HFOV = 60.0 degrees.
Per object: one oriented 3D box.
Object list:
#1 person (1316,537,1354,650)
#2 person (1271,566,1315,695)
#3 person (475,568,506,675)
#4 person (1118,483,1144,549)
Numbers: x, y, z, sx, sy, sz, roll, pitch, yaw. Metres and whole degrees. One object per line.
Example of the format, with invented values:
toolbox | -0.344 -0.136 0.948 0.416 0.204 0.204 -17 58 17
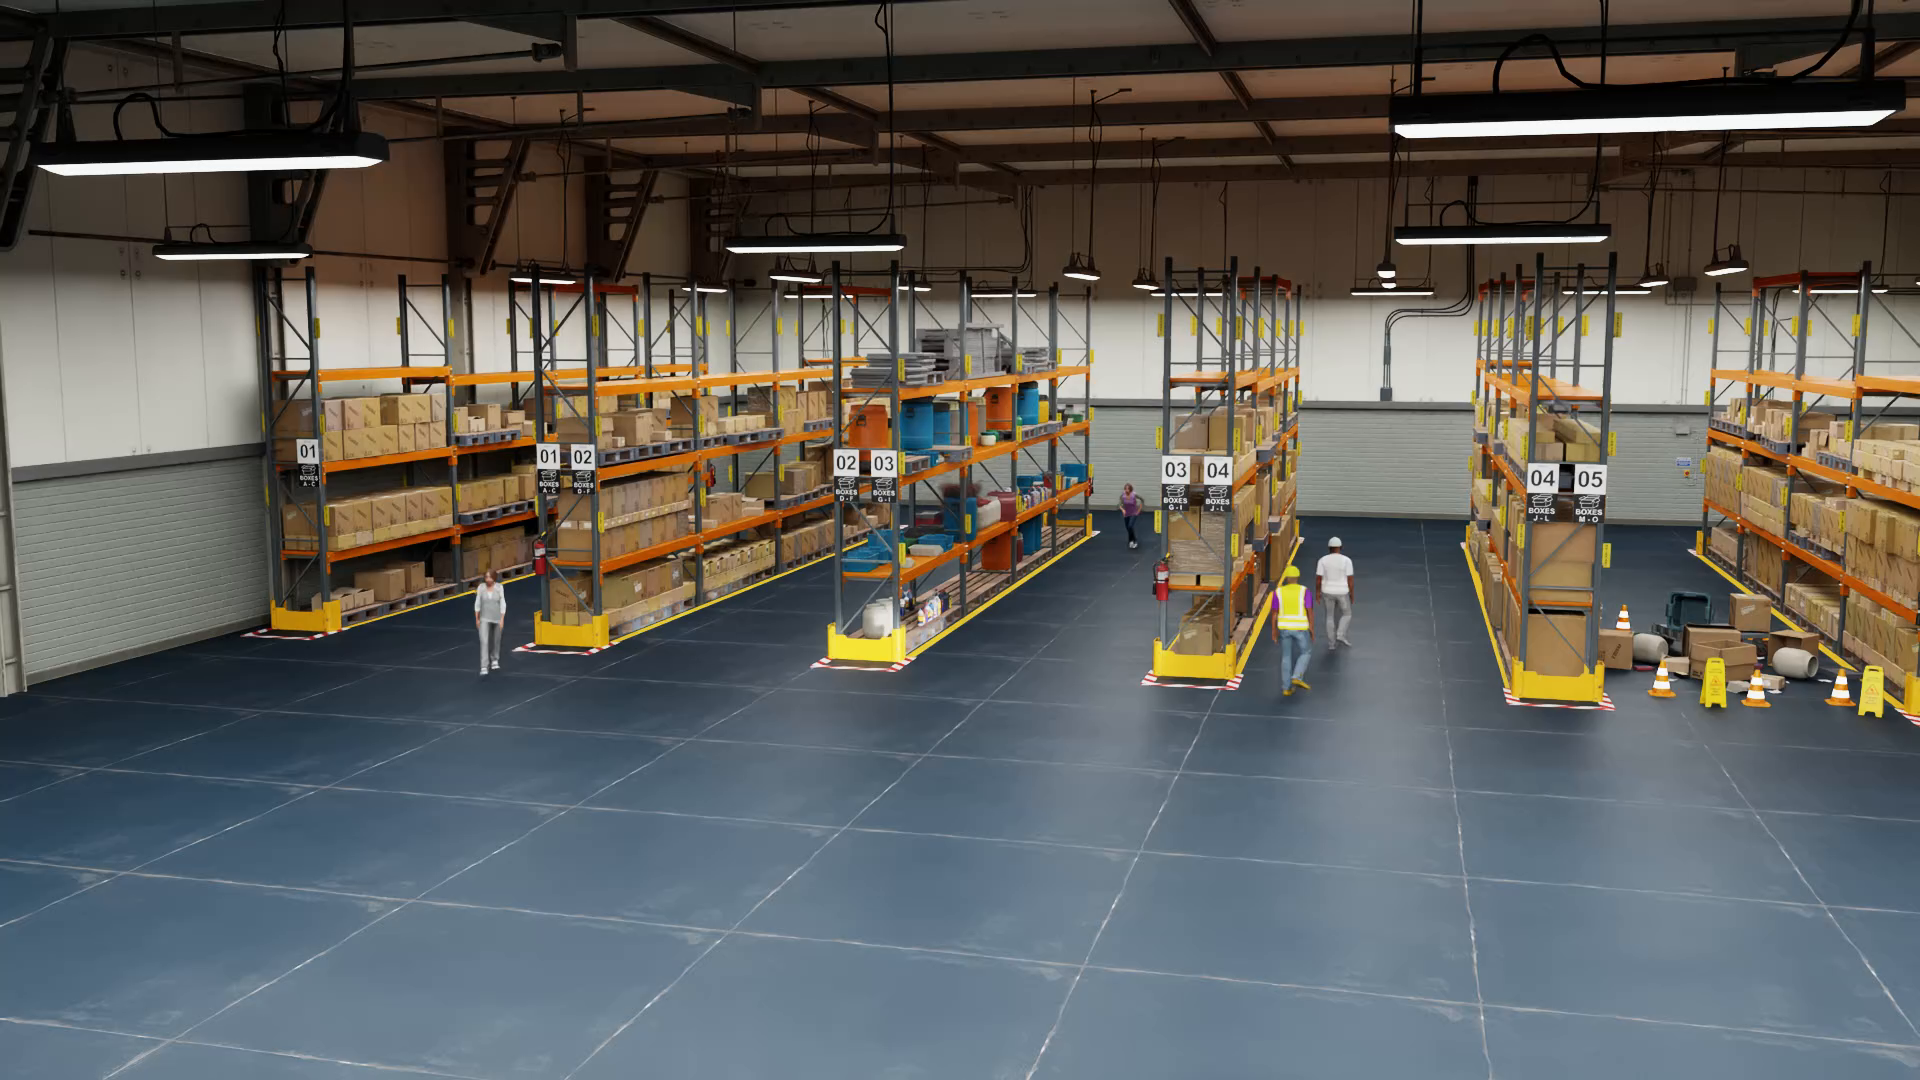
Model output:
person | 5.856 0.841 25.992 0.597 1.767 0.518 2 8 18
person | 4.576 1.235 22.824 0.621 1.751 0.476 4 8 28
person | -6.789 1.169 24.078 0.426 1.536 1.003 -3 8 -21
person | 3.899 -0.555 37.796 0.559 1.510 0.791 3 8 25
